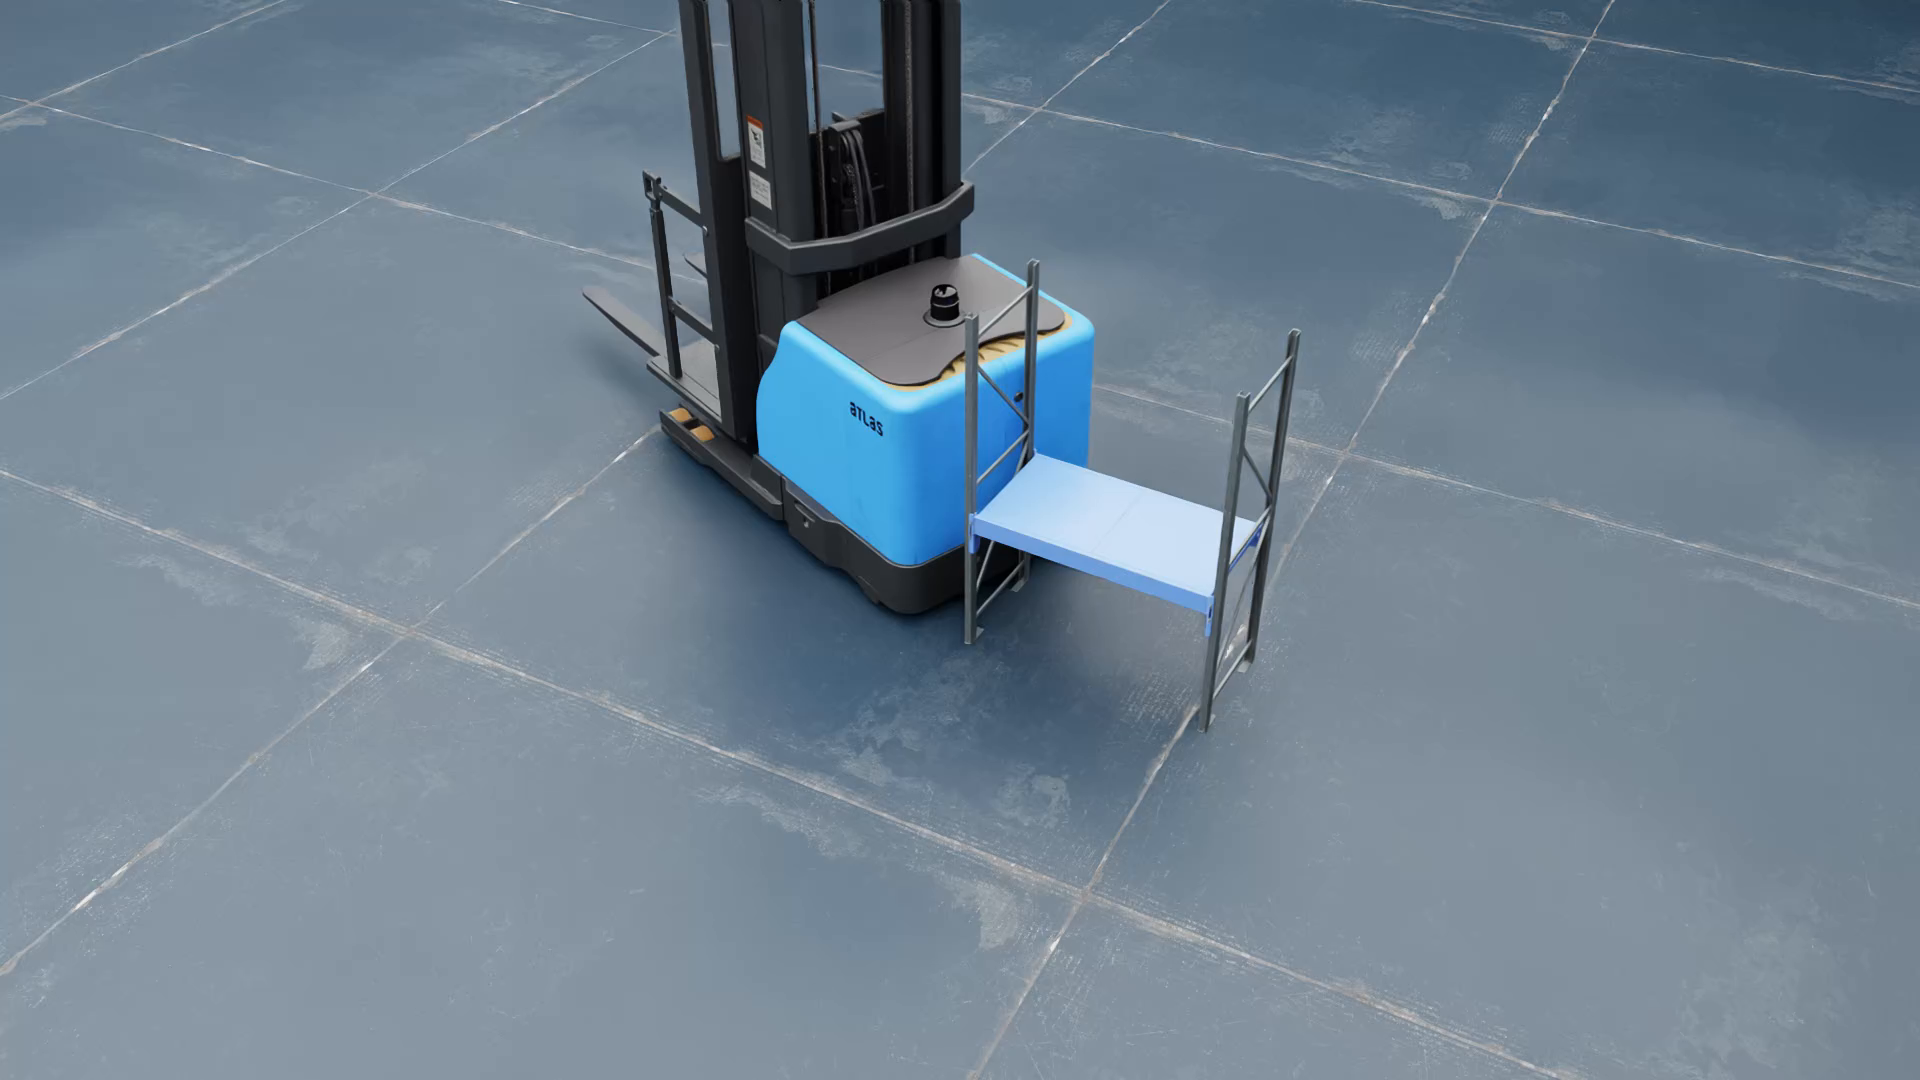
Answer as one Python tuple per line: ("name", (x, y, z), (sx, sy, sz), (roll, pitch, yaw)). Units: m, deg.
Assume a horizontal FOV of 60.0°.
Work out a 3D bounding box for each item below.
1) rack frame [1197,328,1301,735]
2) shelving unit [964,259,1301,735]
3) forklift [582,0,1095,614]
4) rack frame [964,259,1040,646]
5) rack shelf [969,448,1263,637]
("rack frame", (1.036, 0.003, 6.006), (0.032, 1.500, 0.500), (19, 41, 24))
("shelving unit", (0.596, -0.151, 6.209), (1.048, 1.500, 0.538), (19, 41, 24))
("forklift", (-0.754, -1.697, 7.062), (1.130, 2.935, 3.031), (-26, 44, -30))
("rack frame", (0.156, -0.305, 6.412), (0.032, 1.500, 0.500), (19, 41, 24))
("rack shelf", (0.596, -0.008, 6.318), (1.000, 0.185, 0.538), (19, 41, 24))
